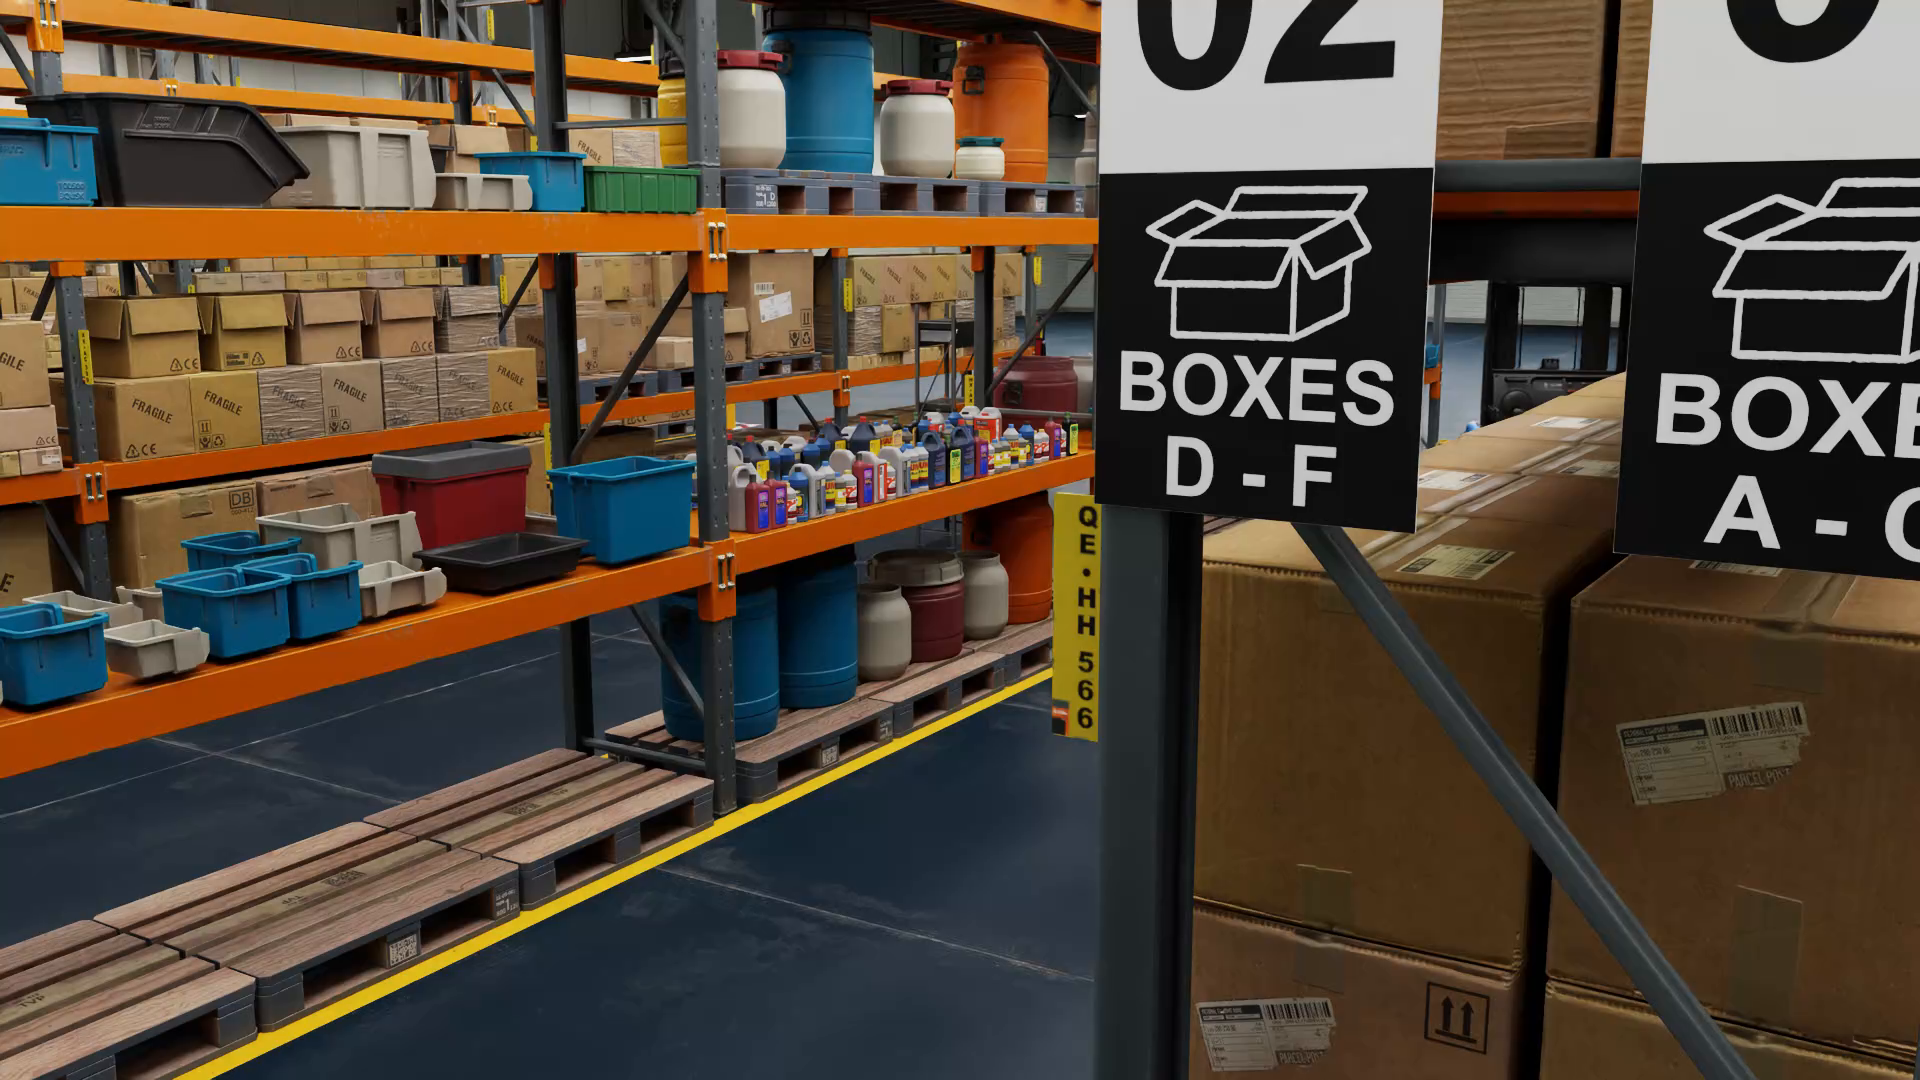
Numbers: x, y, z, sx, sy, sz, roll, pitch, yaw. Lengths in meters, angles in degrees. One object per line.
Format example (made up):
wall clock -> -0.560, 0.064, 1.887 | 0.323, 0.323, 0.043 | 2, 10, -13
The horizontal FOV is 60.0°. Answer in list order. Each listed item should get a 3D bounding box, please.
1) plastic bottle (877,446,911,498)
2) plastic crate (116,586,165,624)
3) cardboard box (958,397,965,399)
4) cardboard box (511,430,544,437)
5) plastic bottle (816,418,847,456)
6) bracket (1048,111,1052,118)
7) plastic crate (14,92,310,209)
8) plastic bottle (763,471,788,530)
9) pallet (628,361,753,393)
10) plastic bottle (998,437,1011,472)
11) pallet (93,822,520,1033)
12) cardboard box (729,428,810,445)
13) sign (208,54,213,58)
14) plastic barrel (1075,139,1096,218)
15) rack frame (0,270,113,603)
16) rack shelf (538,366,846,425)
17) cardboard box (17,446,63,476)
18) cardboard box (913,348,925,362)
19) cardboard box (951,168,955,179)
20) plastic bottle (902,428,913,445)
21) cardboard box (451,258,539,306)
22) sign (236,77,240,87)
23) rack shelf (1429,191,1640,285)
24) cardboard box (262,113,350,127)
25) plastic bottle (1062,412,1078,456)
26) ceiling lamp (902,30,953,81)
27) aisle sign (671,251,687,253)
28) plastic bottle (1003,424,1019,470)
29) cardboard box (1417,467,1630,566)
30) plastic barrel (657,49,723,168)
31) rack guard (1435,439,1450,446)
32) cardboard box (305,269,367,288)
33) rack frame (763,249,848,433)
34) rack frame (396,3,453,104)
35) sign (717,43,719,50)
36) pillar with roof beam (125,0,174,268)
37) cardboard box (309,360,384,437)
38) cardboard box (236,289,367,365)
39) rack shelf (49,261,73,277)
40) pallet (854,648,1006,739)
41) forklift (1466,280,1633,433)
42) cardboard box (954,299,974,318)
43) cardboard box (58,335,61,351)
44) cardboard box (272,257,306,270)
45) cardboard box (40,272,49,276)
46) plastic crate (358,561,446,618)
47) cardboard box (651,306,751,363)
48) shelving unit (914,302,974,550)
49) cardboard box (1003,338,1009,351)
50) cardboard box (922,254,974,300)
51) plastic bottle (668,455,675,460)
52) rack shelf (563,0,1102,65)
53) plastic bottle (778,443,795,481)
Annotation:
plastic bottle -> -0.358, -0.377, 9.067 | 0.152, 0.276, 0.135 | 6, 12, 31
plastic crate -> -2.908, 0.226, 6.065 | 0.298, 0.136, 0.250 | 6, 12, 31
cardboard box -> 0.134, -1.461, 20.172 | 0.500, 0.500, 0.500 | 9, 14, 41
cardboard box -> -5.405, -1.695, 20.402 | 0.875, 0.875, 0.875 | 7, 12, 32
plastic bottle -> -0.755, -0.544, 9.758 | 0.144, 0.351, 0.185 | 6, 12, 31
bracket -> 2.721, -13.444, 52.446 | 0.235, 0.232, 0.430 | 6, 12, 31
plastic crate -> -2.573, -1.248, 5.401 | 0.504, 0.338, 0.767 | 6, 12, 31
plastic bottle -> -0.901, -0.200, 8.102 | 0.061, 0.283, 0.133 | 6, 12, 31
pallet -> -2.688, -1.543, 15.478 | 1.003, 0.211, 1.213 | 6, 12, 31
plastic bottle -> 0.259, -0.517, 10.019 | 0.097, 0.201, 0.097 | 0, 11, 0
pallet -> -2.506, 1.463, 6.479 | 1.003, 0.211, 1.213 | 6, 12, 31
cardboard box -> -1.942, -0.844, 16.822 | 0.700, 0.500, 0.500 | 5, 12, 26
sign -> -9.597, -6.331, 21.263 | 0.100, 0.325, 0.005 | 6, 12, 31
plastic barrel -> 0.975, -2.397, 11.067 | 0.421, 0.512, 0.421 | 0, 11, 0
rack frame -> -5.758, -0.693, 10.416 | 1.000, 3.000, 0.127 | 6, 12, 31
rack shelf -> -2.643, -1.283, 15.523 | 1.077, 0.370, 4.000 | 6, 12, 31
cardboard box -> -5.636, -0.490, 10.016 | 0.380, 0.149, 0.250 | 6, 12, 31
cardboard box -> -0.608, -2.031, 18.250 | 0.380, 0.149, 0.250 | 6, 12, 31
cardboard box -> -0.116, -4.227, 18.707 | 0.500, 0.500, 0.500 | 6, 12, 31
plastic bottle -> -0.342, -0.604, 10.485 | 0.097, 0.201, 0.097 | 0, 11, 0
cardboard box -> -5.570, -3.100, 19.932 | 0.875, 0.550, 0.550 | 6, 12, 31
sign -> -11.785, -7.393, 27.150 | 0.100, 0.325, 0.005 | 6, 12, 31
rack shelf -> 1.668, -0.552, 3.468 | 1.077, 0.370, 4.000 | 6, 12, 31
cardboard box -> -4.724, -2.730, 11.725 | 0.797, 0.503, 0.637 | 6, 12, 30
plastic bottle -> 0.707, -0.687, 10.702 | 0.061, 0.283, 0.133 | 6, 12, 31
ceiling lamp -> -0.475, -12.019, 38.749 | 2.000, 3.185, 0.800 | 6, 12, 31
aisle sign -> -3.934, -4.387, 23.087 | 0.394, 0.787, 0.004 | 6, 12, 31
plastic bottle -> 0.309, -0.567, 10.095 | 0.097, 0.271, 0.097 | 0, 11, 0
cardboard box -> 0.888, 0.167, 2.835 | 0.500, 0.500, 0.500 | 7, 13, 32
plastic barrel -> -1.224, -2.156, 8.427 | 0.600, 0.588, 0.600 | 0, 11, 0
rack guard -> 4.706, -0.861, 18.112 | 1.175, 0.500, 0.348 | 6, 12, 31
cardboard box -> -6.835, -2.663, 17.951 | 0.700, 0.500, 0.500 | 6, 12, 30
rack frame -> -1.604, -1.951, 17.137 | 1.000, 3.000, 0.127 | 6, 12, 31
rack frame -> -7.997, -6.475, 25.002 | 1.000, 3.000, 0.127 | 6, 12, 31
sign -> -3.258, -6.462, 22.179 | 0.100, 0.325, 0.005 | 6, 12, 31
pillar with roof beam -> -9.694, -6.514, 25.210 | 9.100, 9.000, 0.548 | 6, 12, 31
cardboard box -> -4.521, -1.030, 11.946 | 0.500, 0.500, 0.500 | 7, 13, 32
cardboard box -> -4.758, -1.542, 11.956 | 0.797, 0.503, 0.637 | 7, 13, 33
rack shelf -> -6.796, -1.499, 8.526 | 1.077, 0.370, 4.000 | 6, 12, 31
pallet -> -0.456, 0.841, 9.801 | 1.003, 0.211, 1.213 | 6, 12, 31
forklift -> 4.714, -1.160, 13.100 | 1.130, 2.935, 3.031 | 2, 11, 10
cardboard box -> -0.290, -2.527, 19.133 | 0.875, 0.500, 0.500 | 6, 12, 31
cardboard box -> -8.137, -1.796, 15.045 | 0.380, 0.149, 0.250 | 6, 12, 31
cardboard box -> -9.377, -3.711, 22.742 | 0.700, 0.500, 0.500 | 6, 12, 31
cardboard box -> -13.856, -3.959, 25.019 | 0.380, 0.149, 0.250 | 7, 12, 32
plastic crate -> -2.172, 0.183, 6.291 | 0.293, 0.136, 0.466 | 6, 12, 31
cardboard box -> -2.426, -1.926, 15.585 | 0.797, 0.503, 0.637 | 8, 13, 36
shelving unit -> -0.086, -1.006, 14.536 | 0.431, 2.100, 0.503 | 6, 12, 31
cardboard box -> 0.370, -2.352, 19.966 | 0.380, 0.149, 0.250 | 6, 12, 31
cardboard box -> -0.119, -2.999, 18.939 | 0.500, 0.500, 0.500 | 6, 12, 31
plastic bottle -> -1.515, -0.296, 8.613 | 0.061, 0.283, 0.133 | 6, 12, 31
rack shelf -> -0.486, -2.932, 9.120 | 1.077, 0.370, 4.000 | 6, 12, 31
plastic bottle -> -0.959, -0.398, 9.192 | 0.097, 0.271, 0.097 | 0, 11, 0
